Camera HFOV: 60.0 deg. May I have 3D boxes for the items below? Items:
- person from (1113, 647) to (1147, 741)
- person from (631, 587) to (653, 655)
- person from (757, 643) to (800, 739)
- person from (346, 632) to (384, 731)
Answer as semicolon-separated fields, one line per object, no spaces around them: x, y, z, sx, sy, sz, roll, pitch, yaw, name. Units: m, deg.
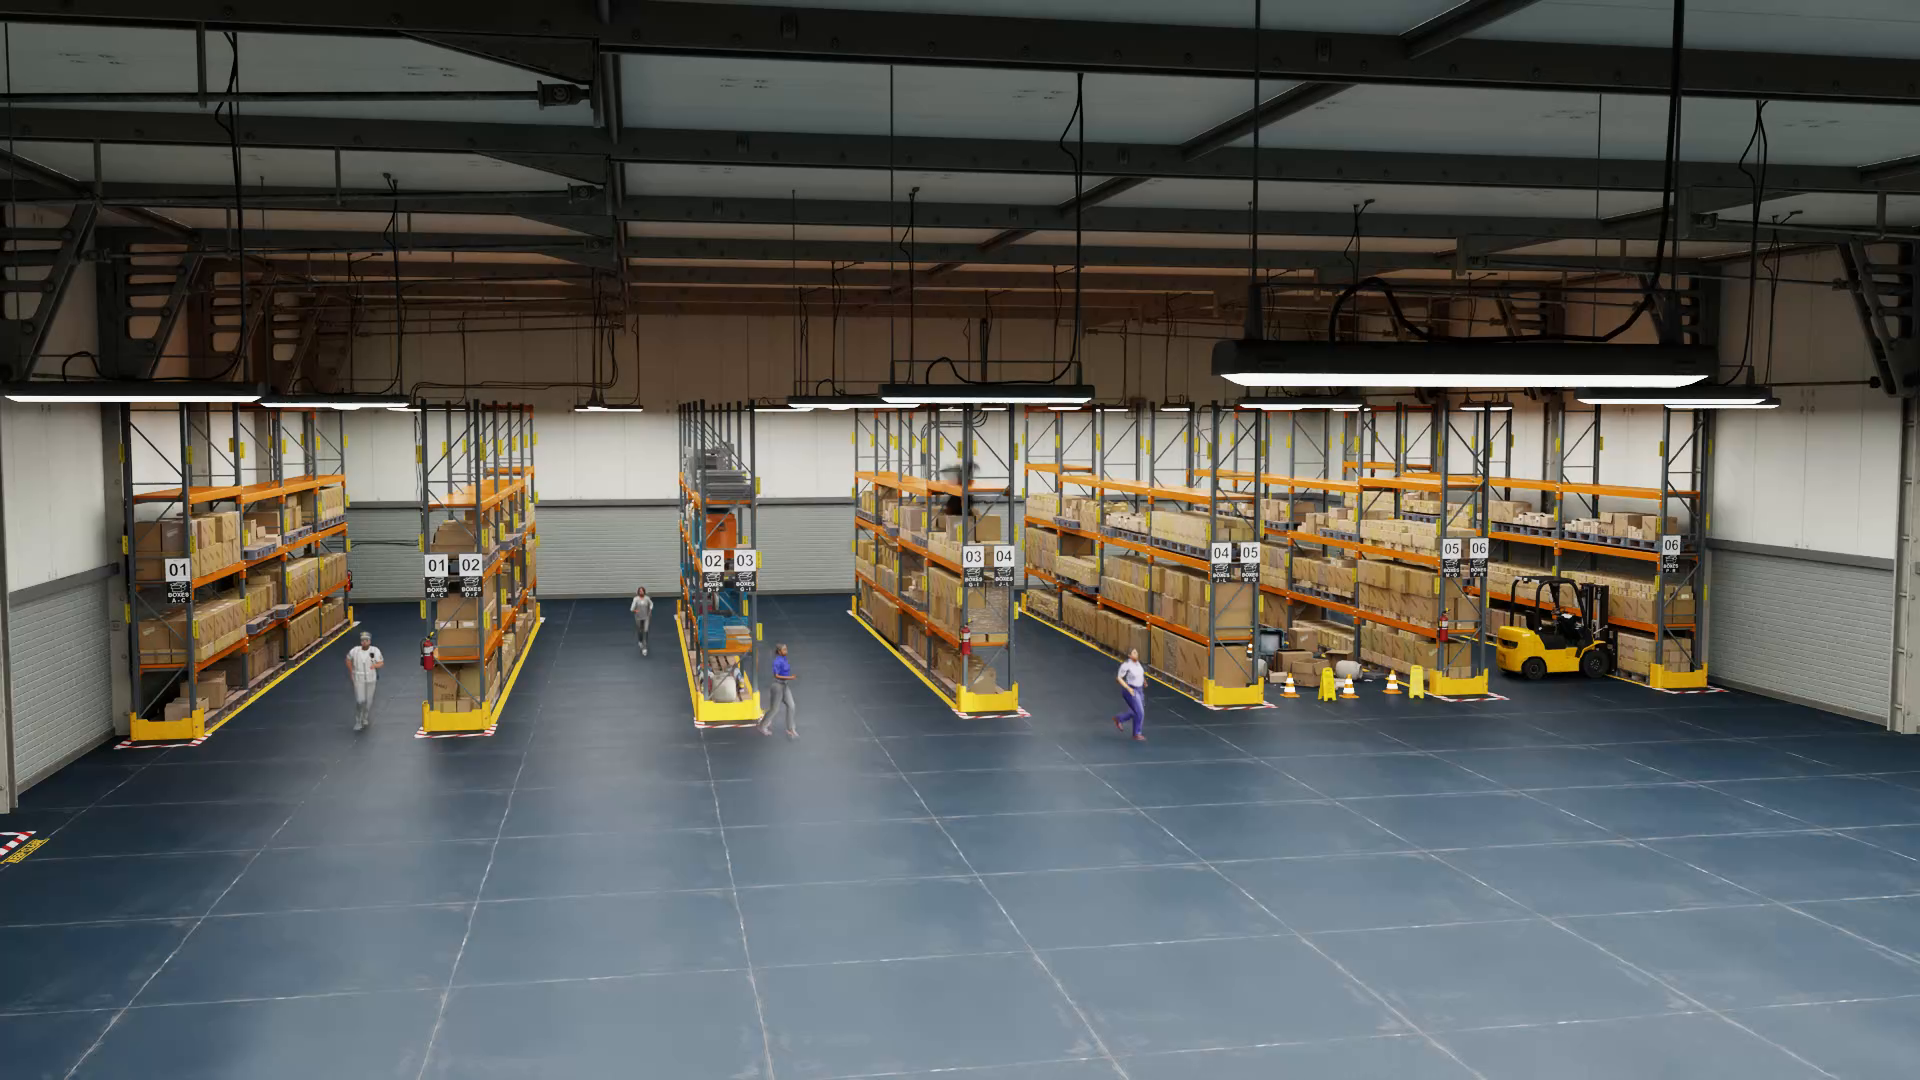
3.012;2.712;29.421;0.693;1.629;0.602;3;5;33;person
-7.616;1.912;39.842;0.538;1.605;0.877;-1;4;-13;person
-3.202;2.680;29.441;0.785;1.726;0.589;1;5;17;person
-10.819;2.573;30.278;0.629;1.826;0.763;-2;5;-25;person
